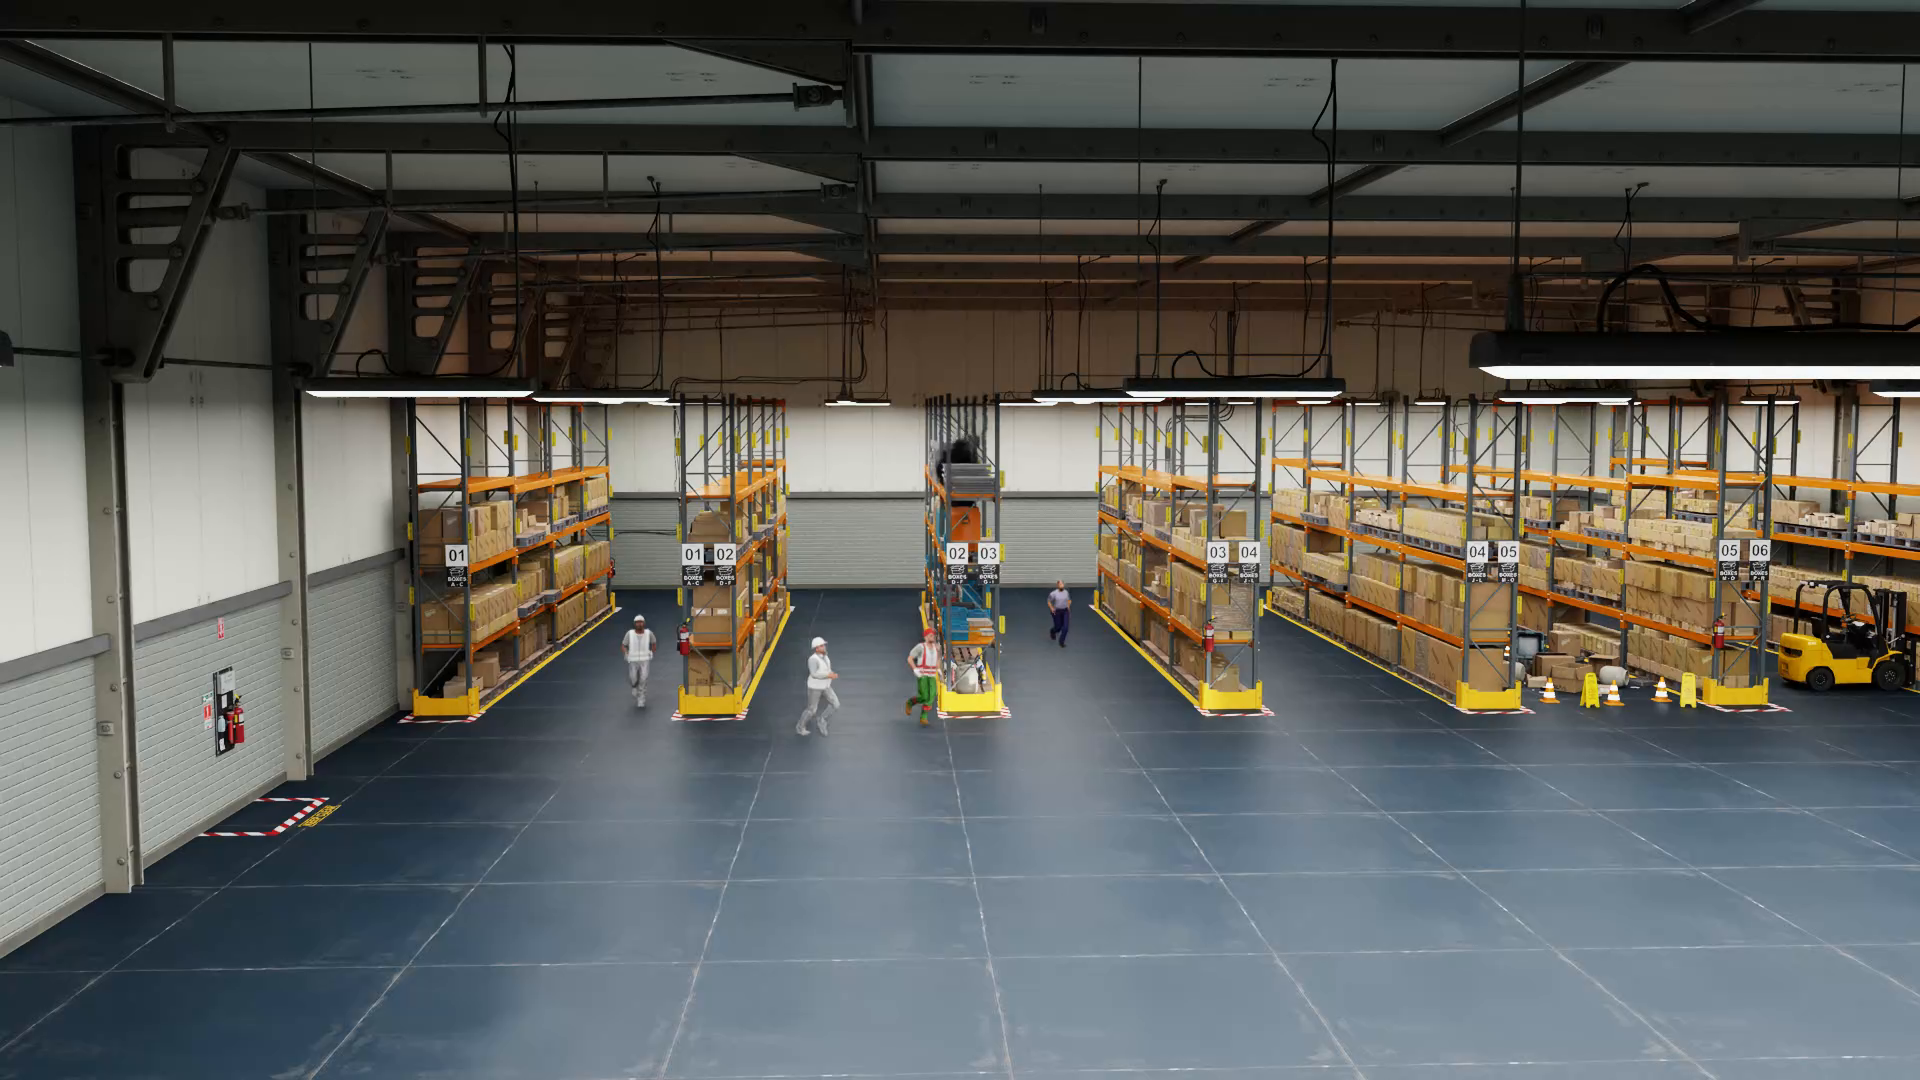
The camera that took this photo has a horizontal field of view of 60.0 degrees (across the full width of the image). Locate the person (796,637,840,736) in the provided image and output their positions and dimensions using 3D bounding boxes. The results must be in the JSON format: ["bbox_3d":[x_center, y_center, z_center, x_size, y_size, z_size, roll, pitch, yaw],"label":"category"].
[{"bbox_3d":[-2.435,2.551,28.906,0.848,1.749,0.664,3,5,30],"label":"person"}]

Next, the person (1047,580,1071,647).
[{"bbox_3d":[2.409,1.770,40.111,0.609,1.596,0.584,-1,5,-17],"label":"person"}]

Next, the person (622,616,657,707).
[{"bbox_3d":[-6.170,2.323,32.040,0.677,1.731,0.756,-1,5,-11],"label":"person"}]

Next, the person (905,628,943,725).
[{"bbox_3d":[-0.584,2.471,30.302,0.704,1.715,0.642,-4,6,-38],"label":"person"}]
